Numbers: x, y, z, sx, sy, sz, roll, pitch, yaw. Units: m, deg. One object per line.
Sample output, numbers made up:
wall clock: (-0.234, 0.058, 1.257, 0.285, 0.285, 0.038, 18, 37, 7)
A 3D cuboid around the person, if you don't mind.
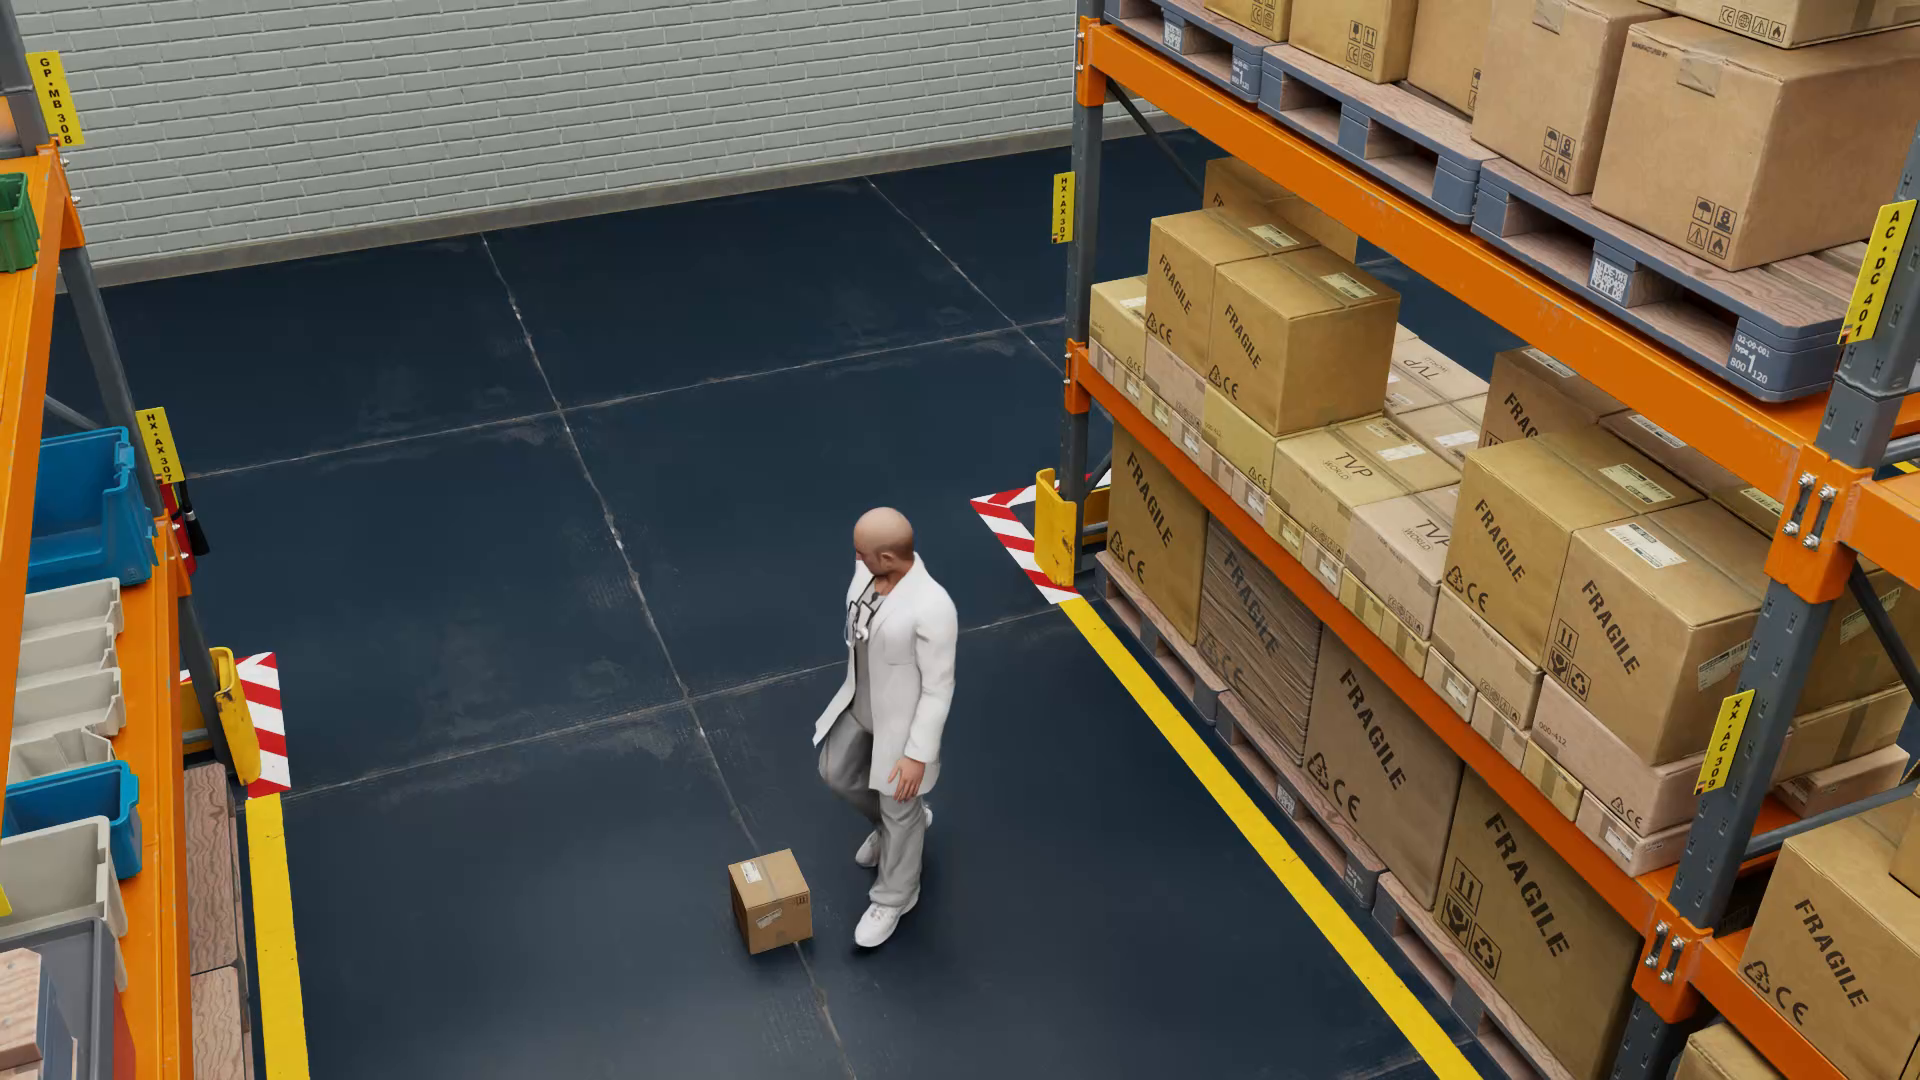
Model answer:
person: (-0.269, 0.664, 6.122, 0.567, 1.789, 0.664, -23, 40, -31)
